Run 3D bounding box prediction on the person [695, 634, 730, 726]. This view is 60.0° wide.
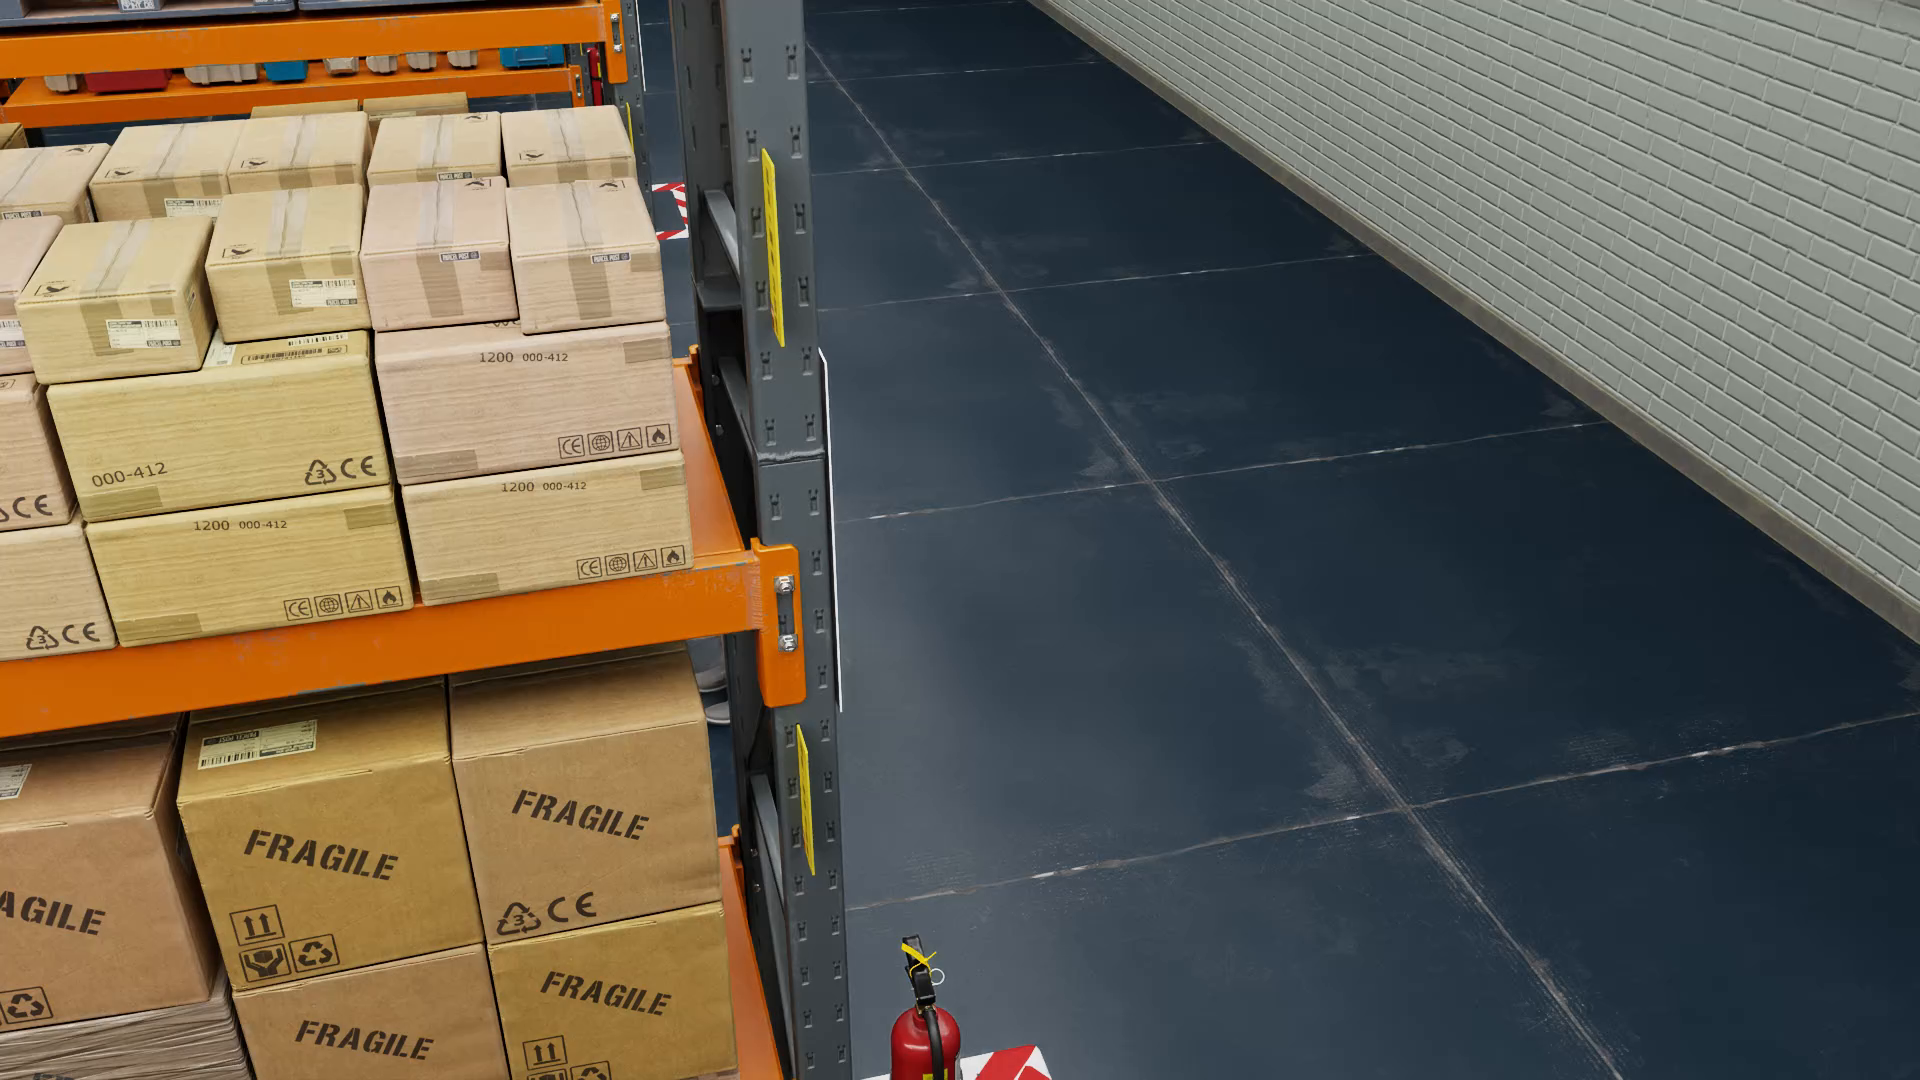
[{"bbox_3d":[-1.074,-0.007,7.169,0.541,1.726,0.490,-8,31,-14],"label":"person"}]
